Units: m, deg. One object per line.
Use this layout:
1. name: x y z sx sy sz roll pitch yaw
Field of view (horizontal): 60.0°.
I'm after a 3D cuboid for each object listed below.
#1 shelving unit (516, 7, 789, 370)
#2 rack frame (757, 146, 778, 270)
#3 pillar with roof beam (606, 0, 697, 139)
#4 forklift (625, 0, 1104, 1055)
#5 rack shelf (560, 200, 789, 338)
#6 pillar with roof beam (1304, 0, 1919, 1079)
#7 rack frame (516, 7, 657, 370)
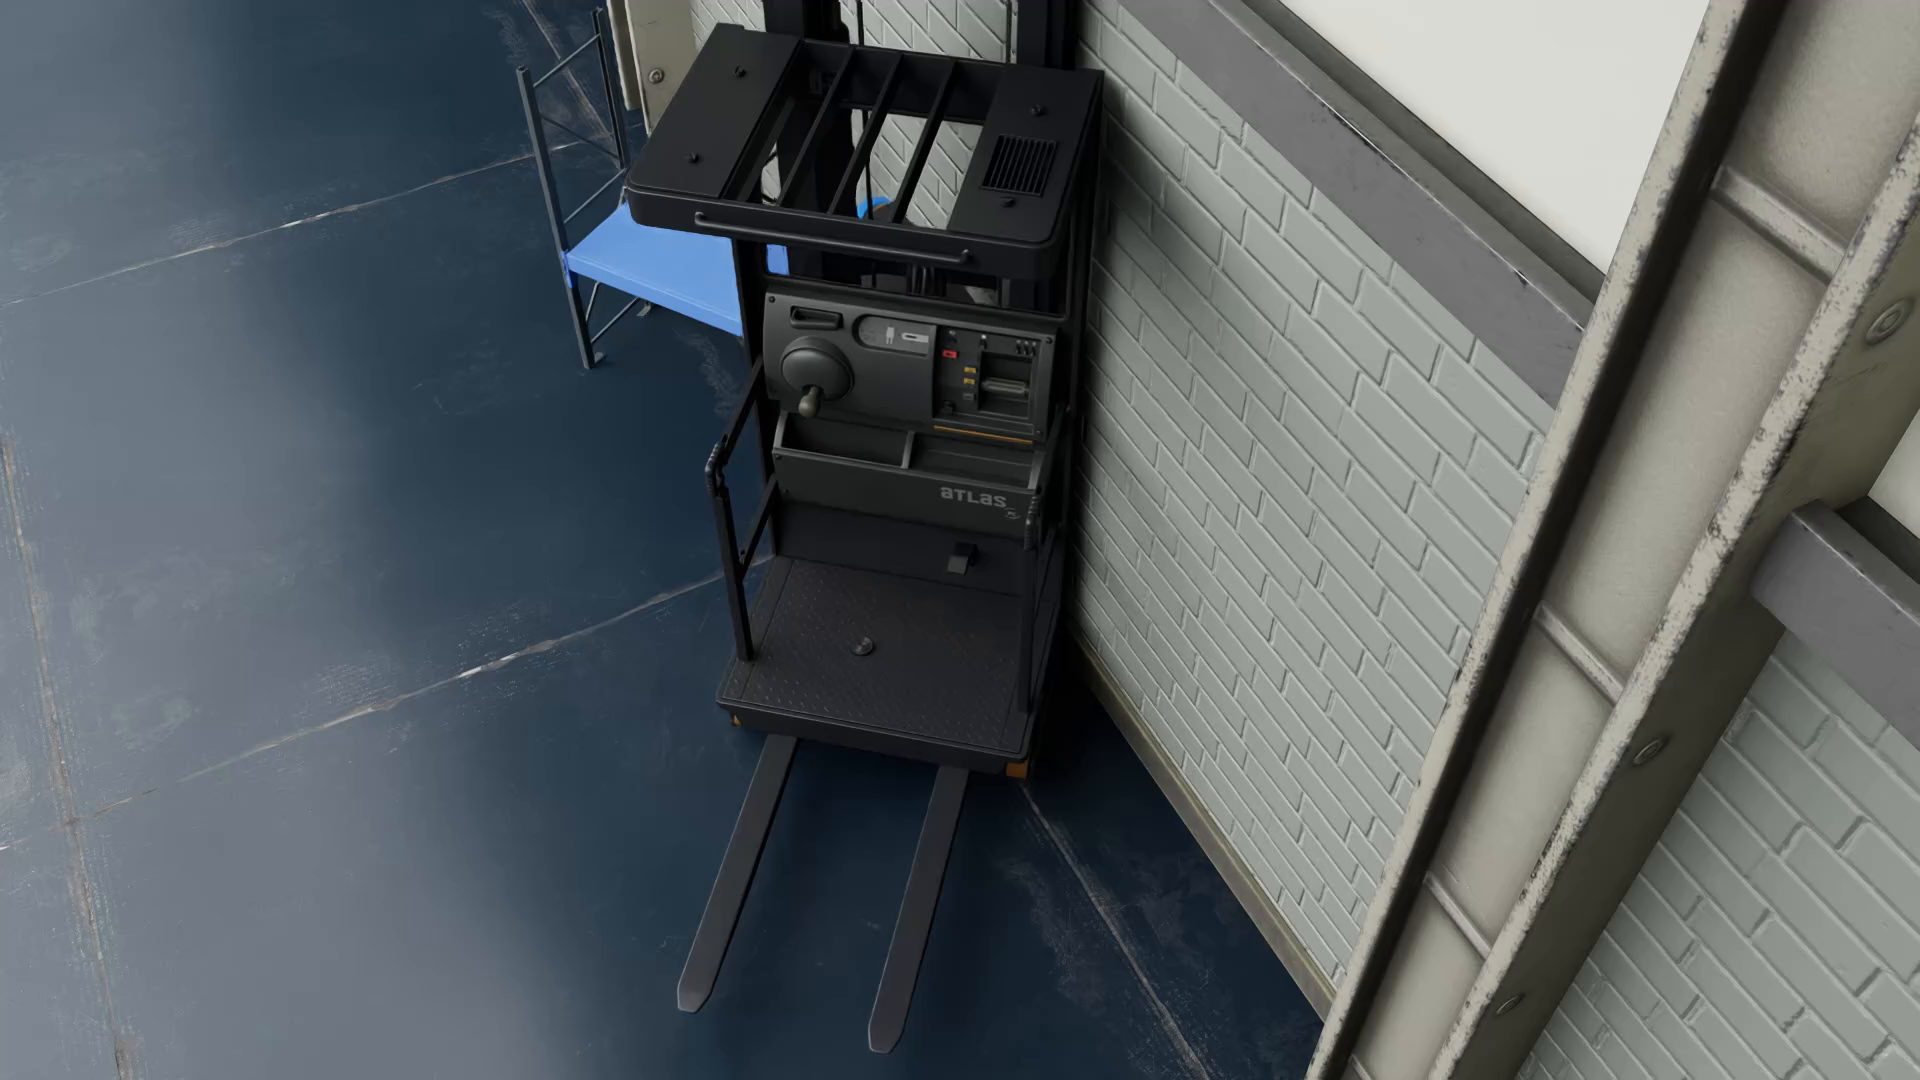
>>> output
1. shelving unit: -1.072 -1.223 6.716 1.048 1.500 0.538 23 53 19
2. rack frame: -0.627 -1.037 6.553 0.032 1.500 0.500 23 53 19
3. pillar with roof beam: -5.337 -3.652 3.858 9.100 9.000 0.400 -21 52 -18
4. forklift: -0.209 -0.439 5.079 1.130 2.935 3.031 10 50 8
5. rack shelf: -1.072 -1.104 6.851 1.000 0.185 0.538 23 53 19
6. pillar with roof beam: -2.591 0.364 0.346 9.100 9.000 0.400 -21 52 -18
7. rack frame: -1.516 -1.408 6.878 0.032 1.500 0.500 23 53 19
